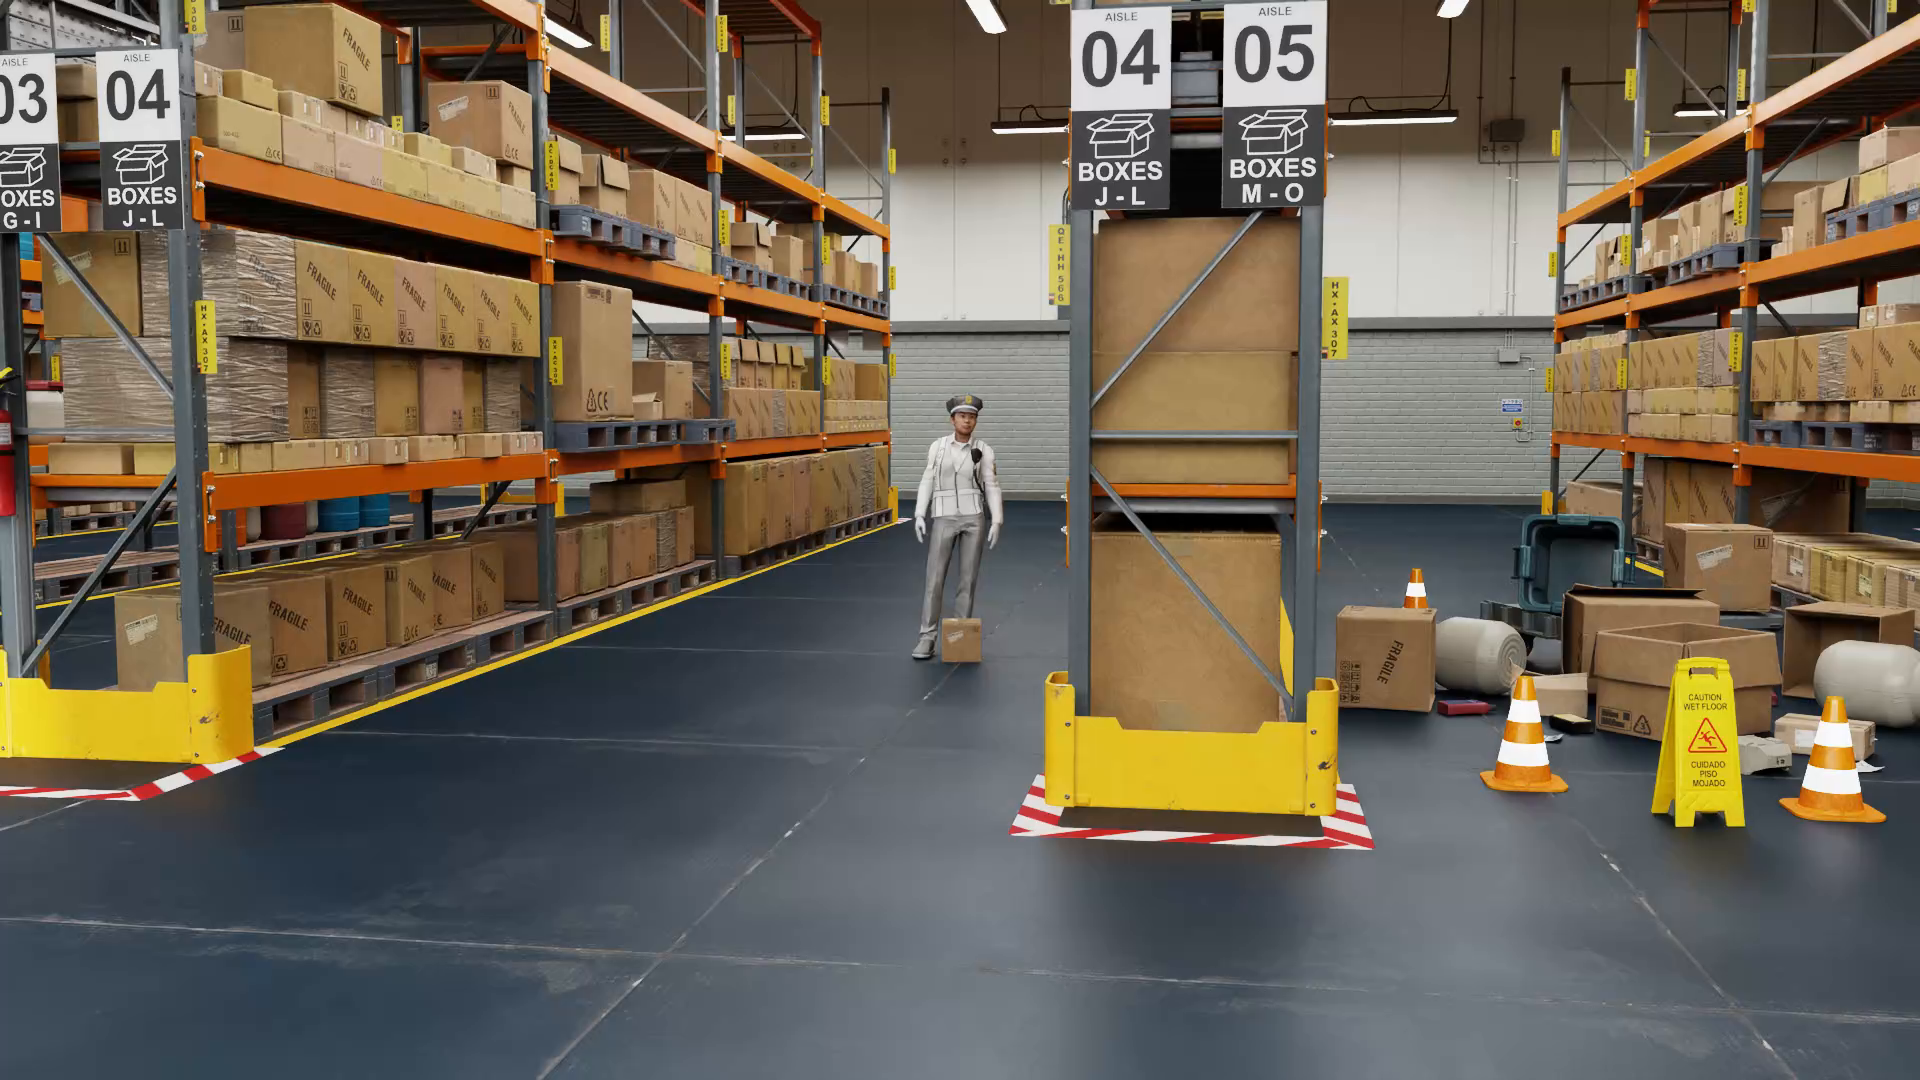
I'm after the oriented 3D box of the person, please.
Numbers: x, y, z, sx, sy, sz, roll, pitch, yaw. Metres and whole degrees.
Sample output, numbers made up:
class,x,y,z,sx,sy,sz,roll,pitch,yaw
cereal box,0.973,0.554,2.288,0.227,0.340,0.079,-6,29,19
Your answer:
class,x,y,z,sx,sy,sz,roll,pitch,yaw
person,-0.012,-0.100,10.828,0.586,1.694,0.530,0,5,2
